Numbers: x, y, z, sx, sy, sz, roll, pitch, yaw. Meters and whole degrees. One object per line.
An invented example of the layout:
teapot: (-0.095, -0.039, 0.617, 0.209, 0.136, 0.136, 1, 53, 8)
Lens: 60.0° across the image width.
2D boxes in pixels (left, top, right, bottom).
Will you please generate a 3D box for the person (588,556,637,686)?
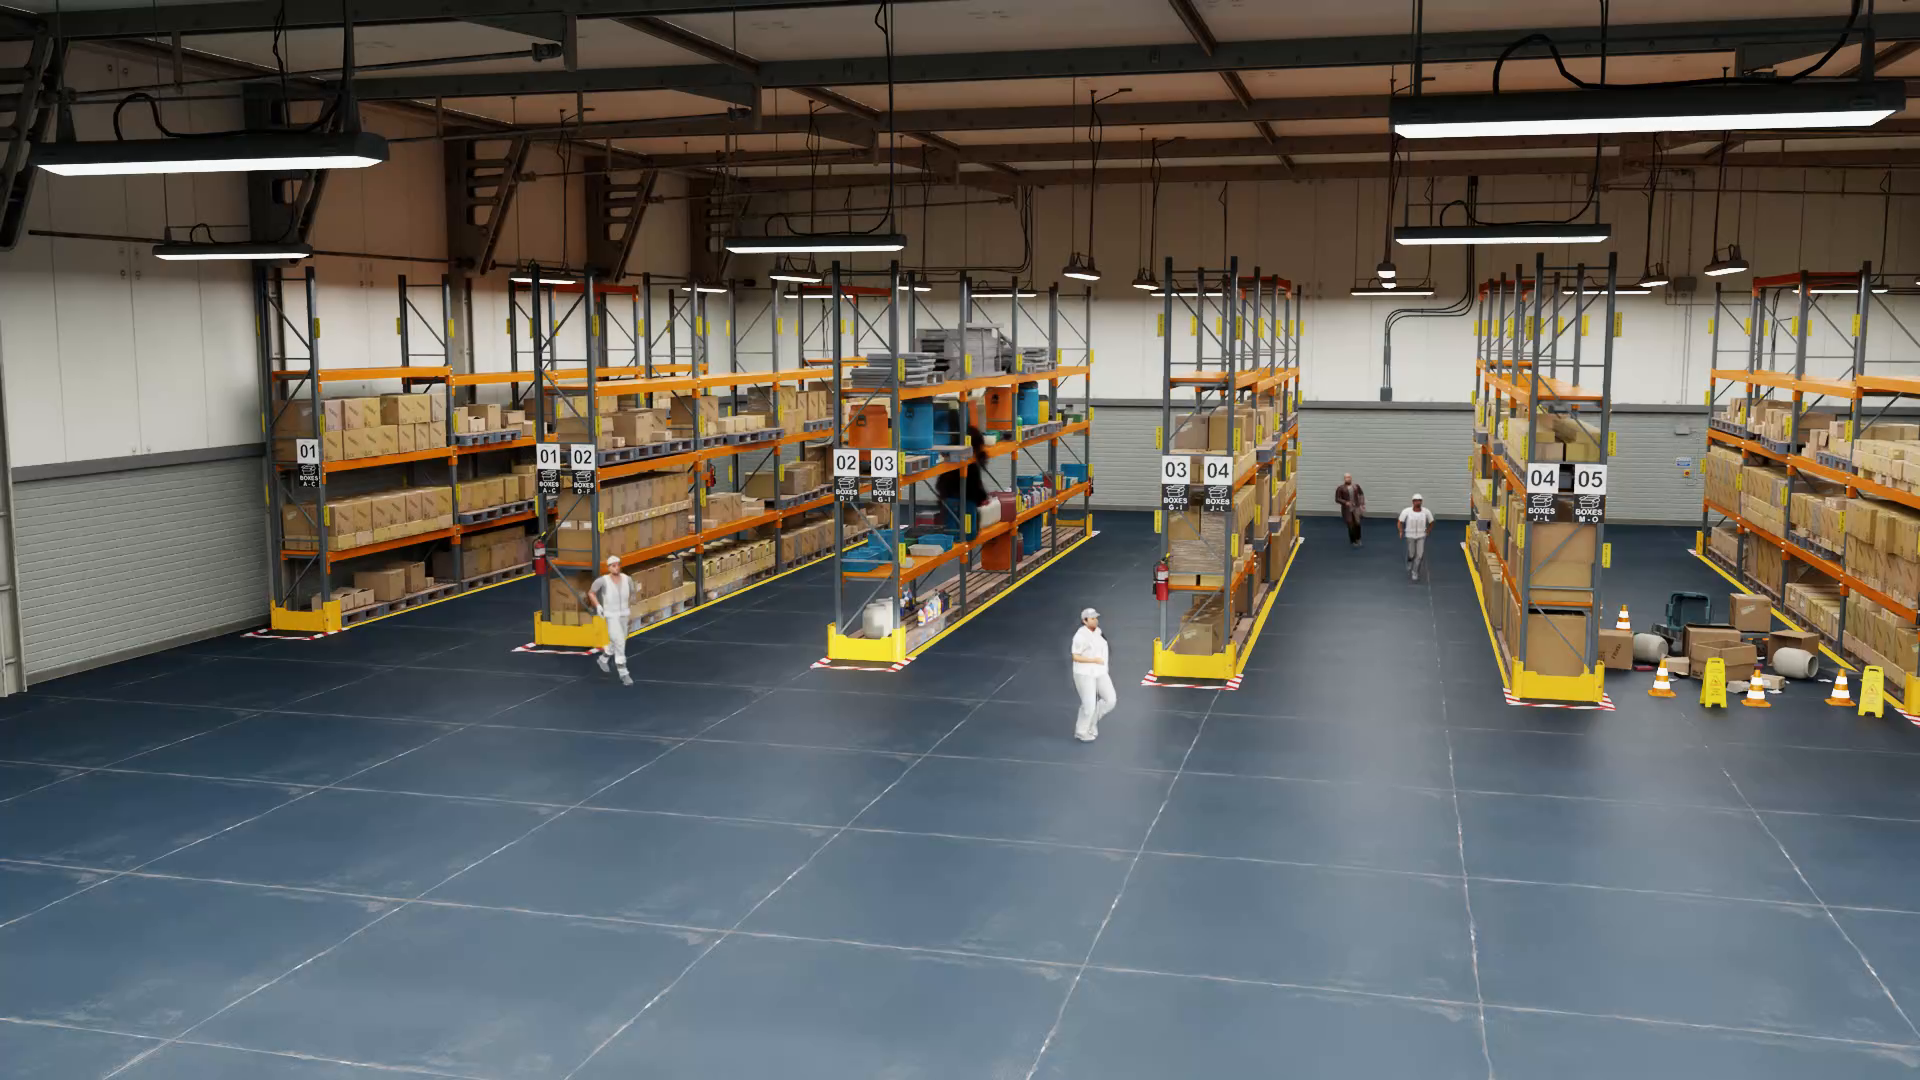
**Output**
person: (-4.895, 1.110, 23.698, 0.634, 1.802, 0.929, -7, 10, -43)

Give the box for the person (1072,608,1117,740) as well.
person: (1.642, 1.637, 20.176, 0.592, 1.627, 0.559, -6, 10, -42)

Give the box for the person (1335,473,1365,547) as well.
person: (8.907, -0.674, 37.940, 0.702, 1.704, 0.643, 0, 7, 3)

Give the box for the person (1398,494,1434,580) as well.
person: (9.137, -0.068, 33.325, 0.707, 1.721, 0.587, 1, 7, 10)
